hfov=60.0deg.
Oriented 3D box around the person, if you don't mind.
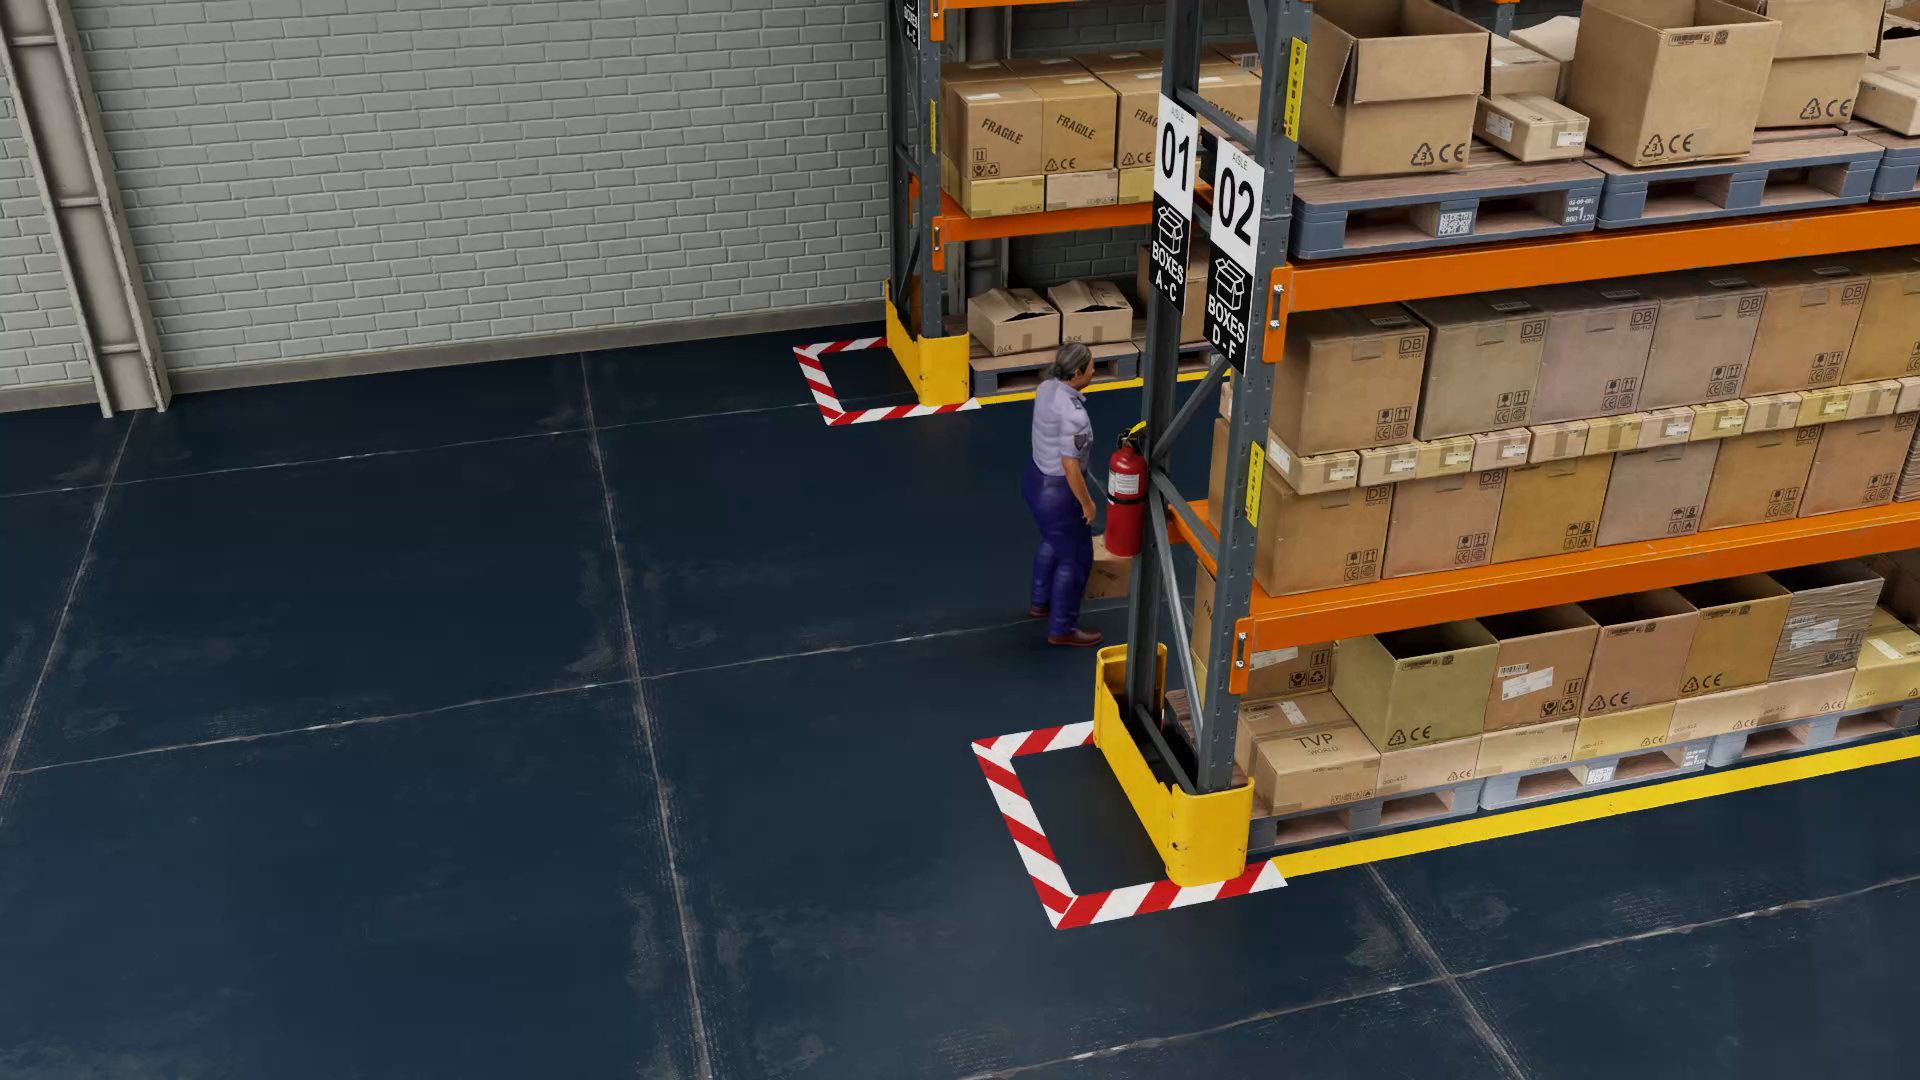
[{"bbox_3d":[0.533,-0.250,8.663,0.372,1.654,0.532,-9,32,-15],"label":"person"}]
